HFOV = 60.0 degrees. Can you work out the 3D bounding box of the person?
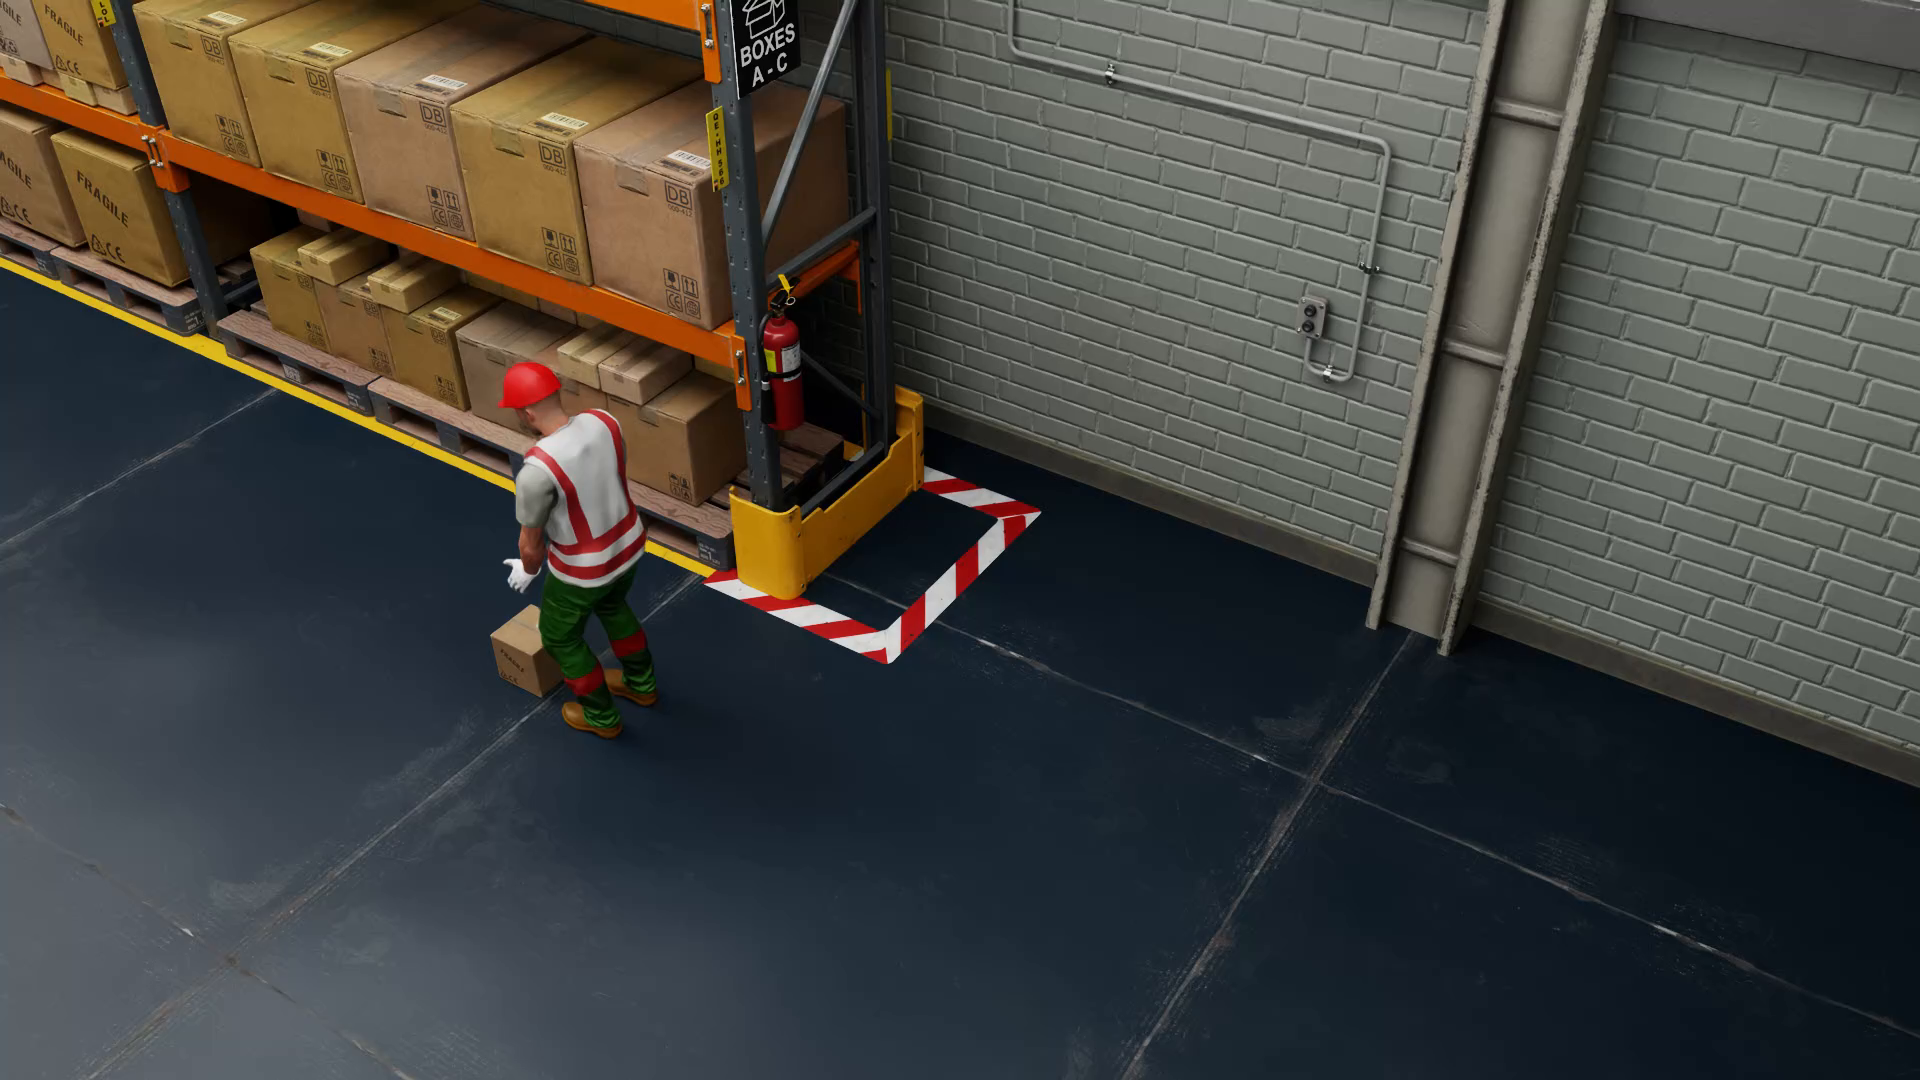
[{"bbox_3d":[-1.521,0.063,6.635,0.477,1.724,0.547,23,43,26],"label":"person"}]
